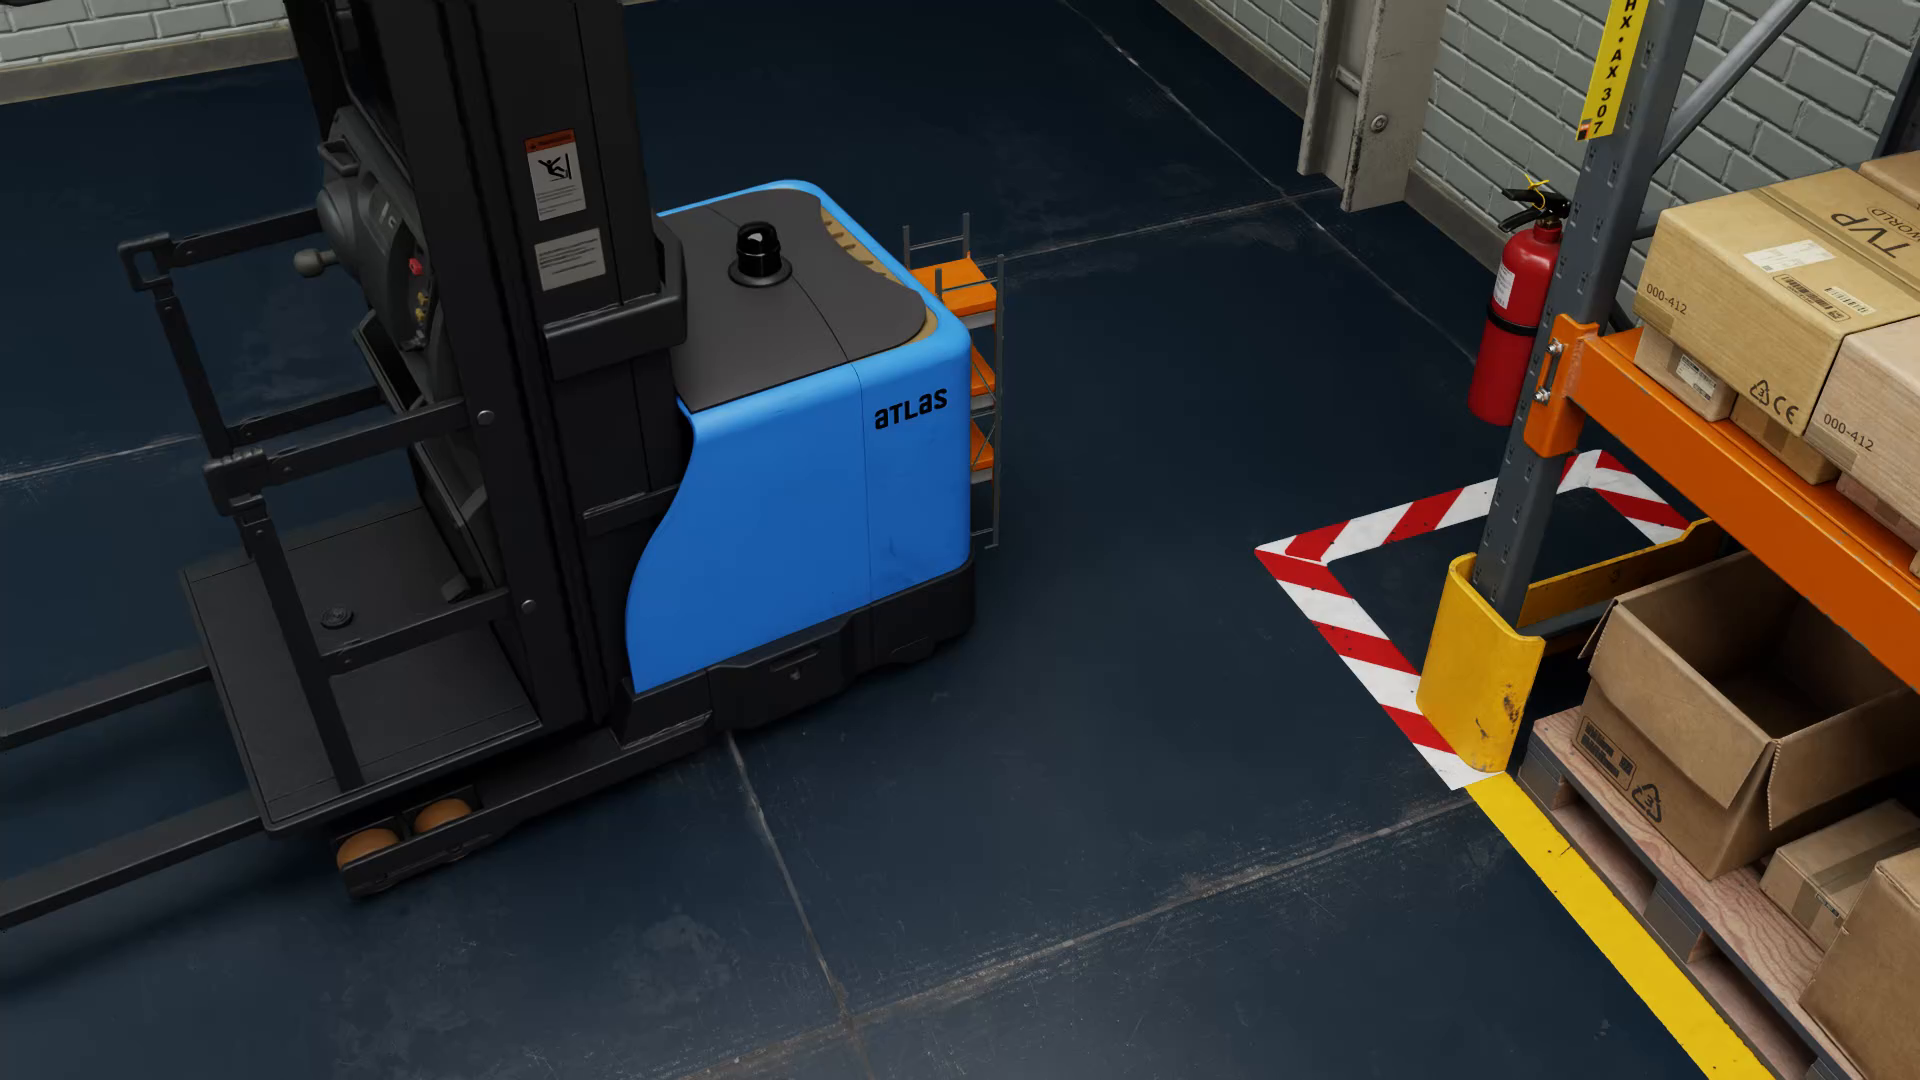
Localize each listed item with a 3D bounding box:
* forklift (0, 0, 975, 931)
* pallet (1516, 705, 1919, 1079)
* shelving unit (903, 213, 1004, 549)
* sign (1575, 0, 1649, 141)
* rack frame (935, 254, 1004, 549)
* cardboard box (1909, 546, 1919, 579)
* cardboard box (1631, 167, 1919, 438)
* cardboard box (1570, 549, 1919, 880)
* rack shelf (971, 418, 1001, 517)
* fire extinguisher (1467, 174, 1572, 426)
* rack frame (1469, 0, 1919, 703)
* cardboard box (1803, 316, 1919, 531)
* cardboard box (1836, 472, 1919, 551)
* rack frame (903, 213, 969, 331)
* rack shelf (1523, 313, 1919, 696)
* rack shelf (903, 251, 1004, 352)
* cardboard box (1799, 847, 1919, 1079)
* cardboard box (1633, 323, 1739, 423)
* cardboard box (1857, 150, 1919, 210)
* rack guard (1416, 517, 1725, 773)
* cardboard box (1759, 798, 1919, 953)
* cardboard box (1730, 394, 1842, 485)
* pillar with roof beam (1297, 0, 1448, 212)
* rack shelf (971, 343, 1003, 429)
[{"bbox_3d":[-1.489,-0.614,3.716,3.031,2.935,1.130,-21,45,-23],"label":"forklift"},{"bbox_3d":[2.184,0.797,4.161,1.003,0.211,1.213,-15,43,-17],"label":"pallet"},{"bbox_3d":[-0.020,-0.430,4.945,0.215,1.050,0.252,-15,43,-17],"label":"shelving unit"},{"bbox_3d":[1.348,-0.979,3.424,0.100,0.325,0.005,-15,43,-17],"label":"sign"},{"bbox_3d":[0.026,-0.357,4.860,0.200,1.050,0.008,-15,43,-17],"label":"rack frame"},{"bbox_3d":[2.034,0.035,3.102,0.380,0.149,0.250,-14,43,-16],"label":"cardboard box"},{"bbox_3d":[1.774,-0.501,3.419,0.500,0.250,0.500,-15,43,-17],"label":"cardboard box"},{"bbox_3d":[1.995,0.393,4.085,0.797,0.503,0.637,-17,43,-19],"label":"cardboard box"},{"bbox_3d":[-0.020,-0.212,5.133,0.215,0.259,0.240,-15,43,-17],"label":"rack shelf"},{"bbox_3d":[1.366,-0.589,3.979,0.296,0.674,0.183,-15,43,-17],"label":"fire extinguisher"},{"bbox_3d":[1.849,-0.786,3.863,1.000,3.000,0.127,-15,43,-17],"label":"rack frame"},{"bbox_3d":[1.967,-0.198,3.066,0.500,0.250,0.500,-15,43,-16],"label":"cardboard box"},{"bbox_3d":[1.994,-0.133,3.297,0.380,0.149,0.250,-16,43,-17],"label":"cardboard box"},{"bbox_3d":[-0.067,-0.504,5.031,0.200,1.050,0.008,-15,43,-17],"label":"rack frame"},{"bbox_3d":[2.614,0.692,2.697,1.077,0.370,4.000,-15,43,-17],"label":"rack shelf"},{"bbox_3d":[-0.021,-0.637,4.767,0.215,0.259,0.240,-15,43,-17],"label":"rack shelf"},{"bbox_3d":[2.287,0.919,3.476,0.700,0.500,0.500,-13,42,-15],"label":"cardboard box"},{"bbox_3d":[1.721,-0.424,3.636,0.380,0.149,0.250,-15,43,-17],"label":"cardboard box"},{"bbox_3d":[2.270,-0.631,3.570,0.500,0.250,0.500,-14,43,-16],"label":"cardboard box"},{"bbox_3d":[1.878,0.208,4.625,1.175,0.500,0.348,-15,43,-17],"label":"rack guard"},{"bbox_3d":[2.122,0.793,3.891,0.380,0.149,0.250,-17,43,-19],"label":"cardboard box"},{"bbox_3d":[1.861,-0.283,3.471,0.380,0.149,0.250,-14,43,-16],"label":"cardboard box"},{"bbox_3d":[-2.327,-3.836,2.809,9.100,9.000,0.400,-15,43,-17],"label":"pillar with roof beam"},{"bbox_3d":[-0.020,-0.422,4.952,0.215,0.259,0.240,-15,43,-17],"label":"rack shelf"}]
